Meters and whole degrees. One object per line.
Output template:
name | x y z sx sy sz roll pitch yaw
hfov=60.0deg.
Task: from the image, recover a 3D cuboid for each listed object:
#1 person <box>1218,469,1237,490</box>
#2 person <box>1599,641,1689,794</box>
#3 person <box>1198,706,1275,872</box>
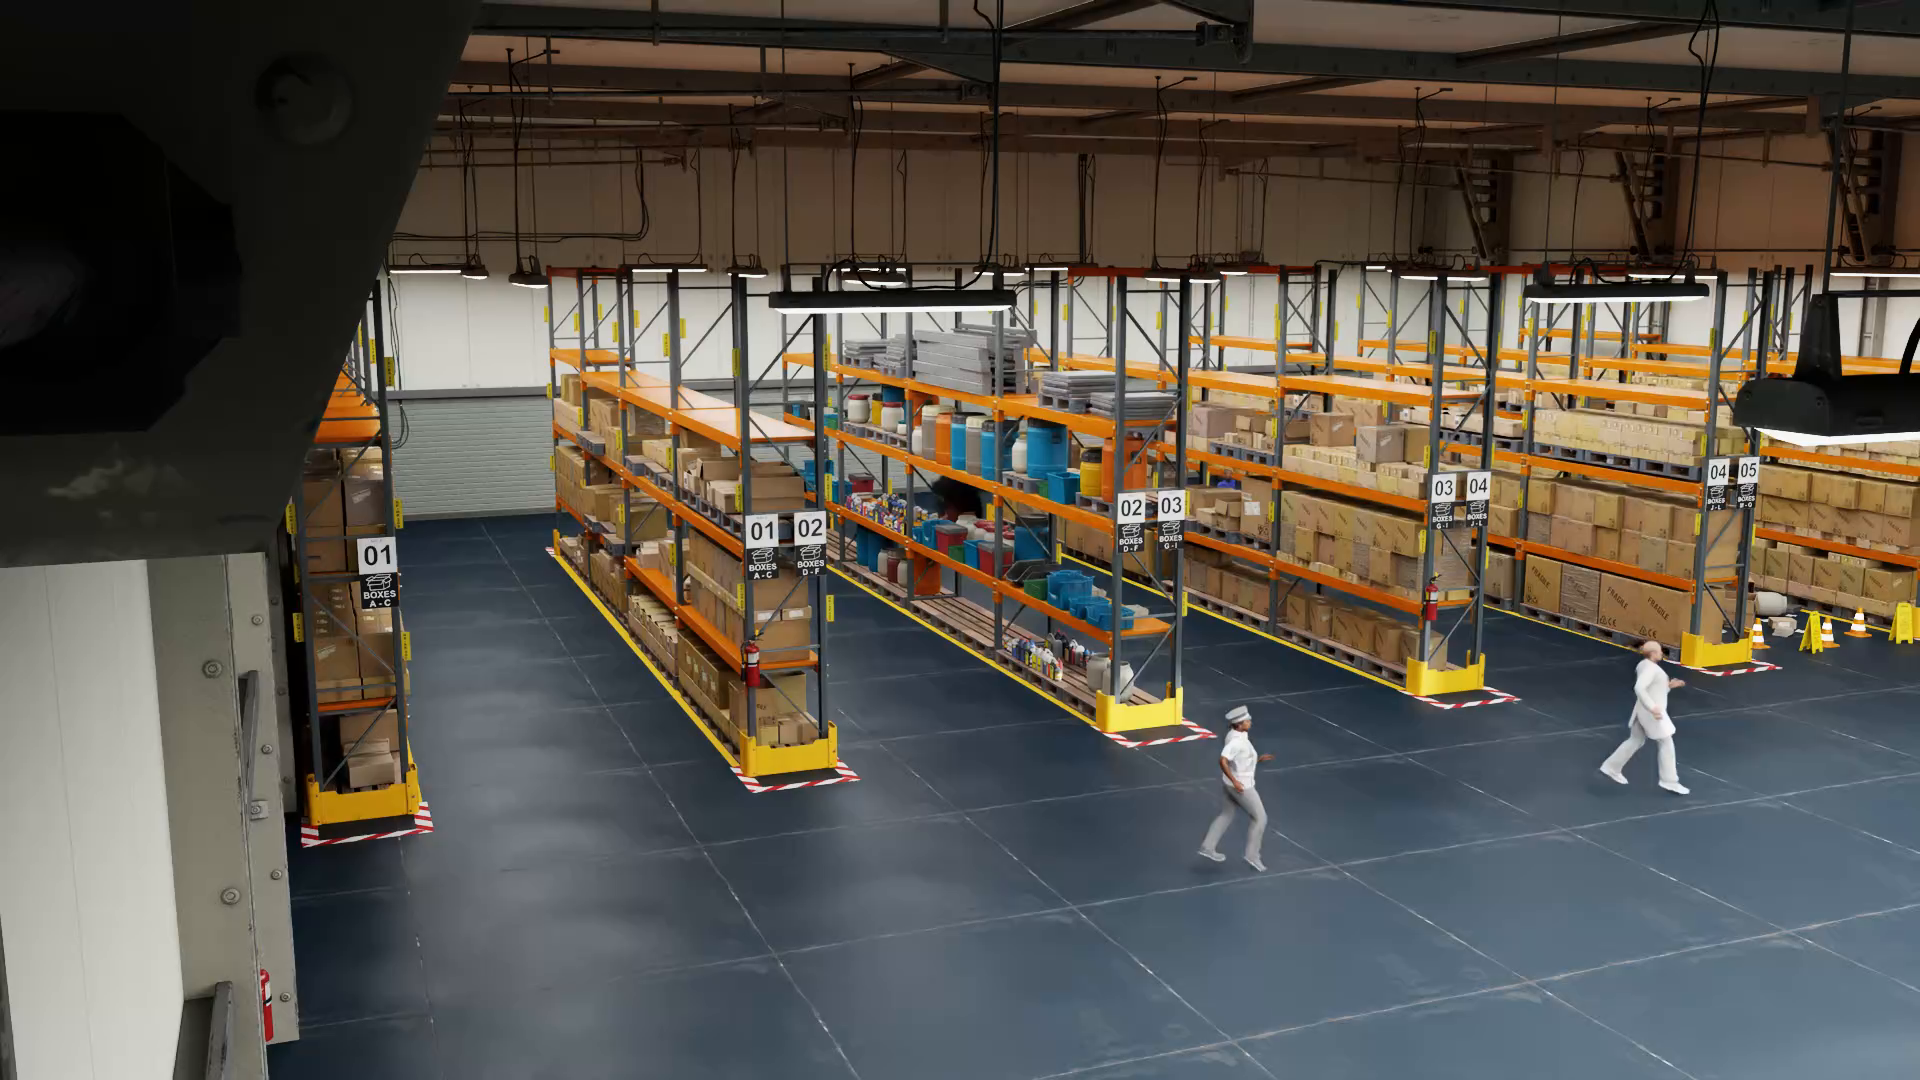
person | 5.777 -0.690 35.900 0.581 1.700 0.841 -3 10 -17
person | 8.084 2.070 19.521 1.006 1.802 0.689 0 10 2
person | 2.853 2.563 17.101 0.762 1.758 0.543 -1 10 -6
